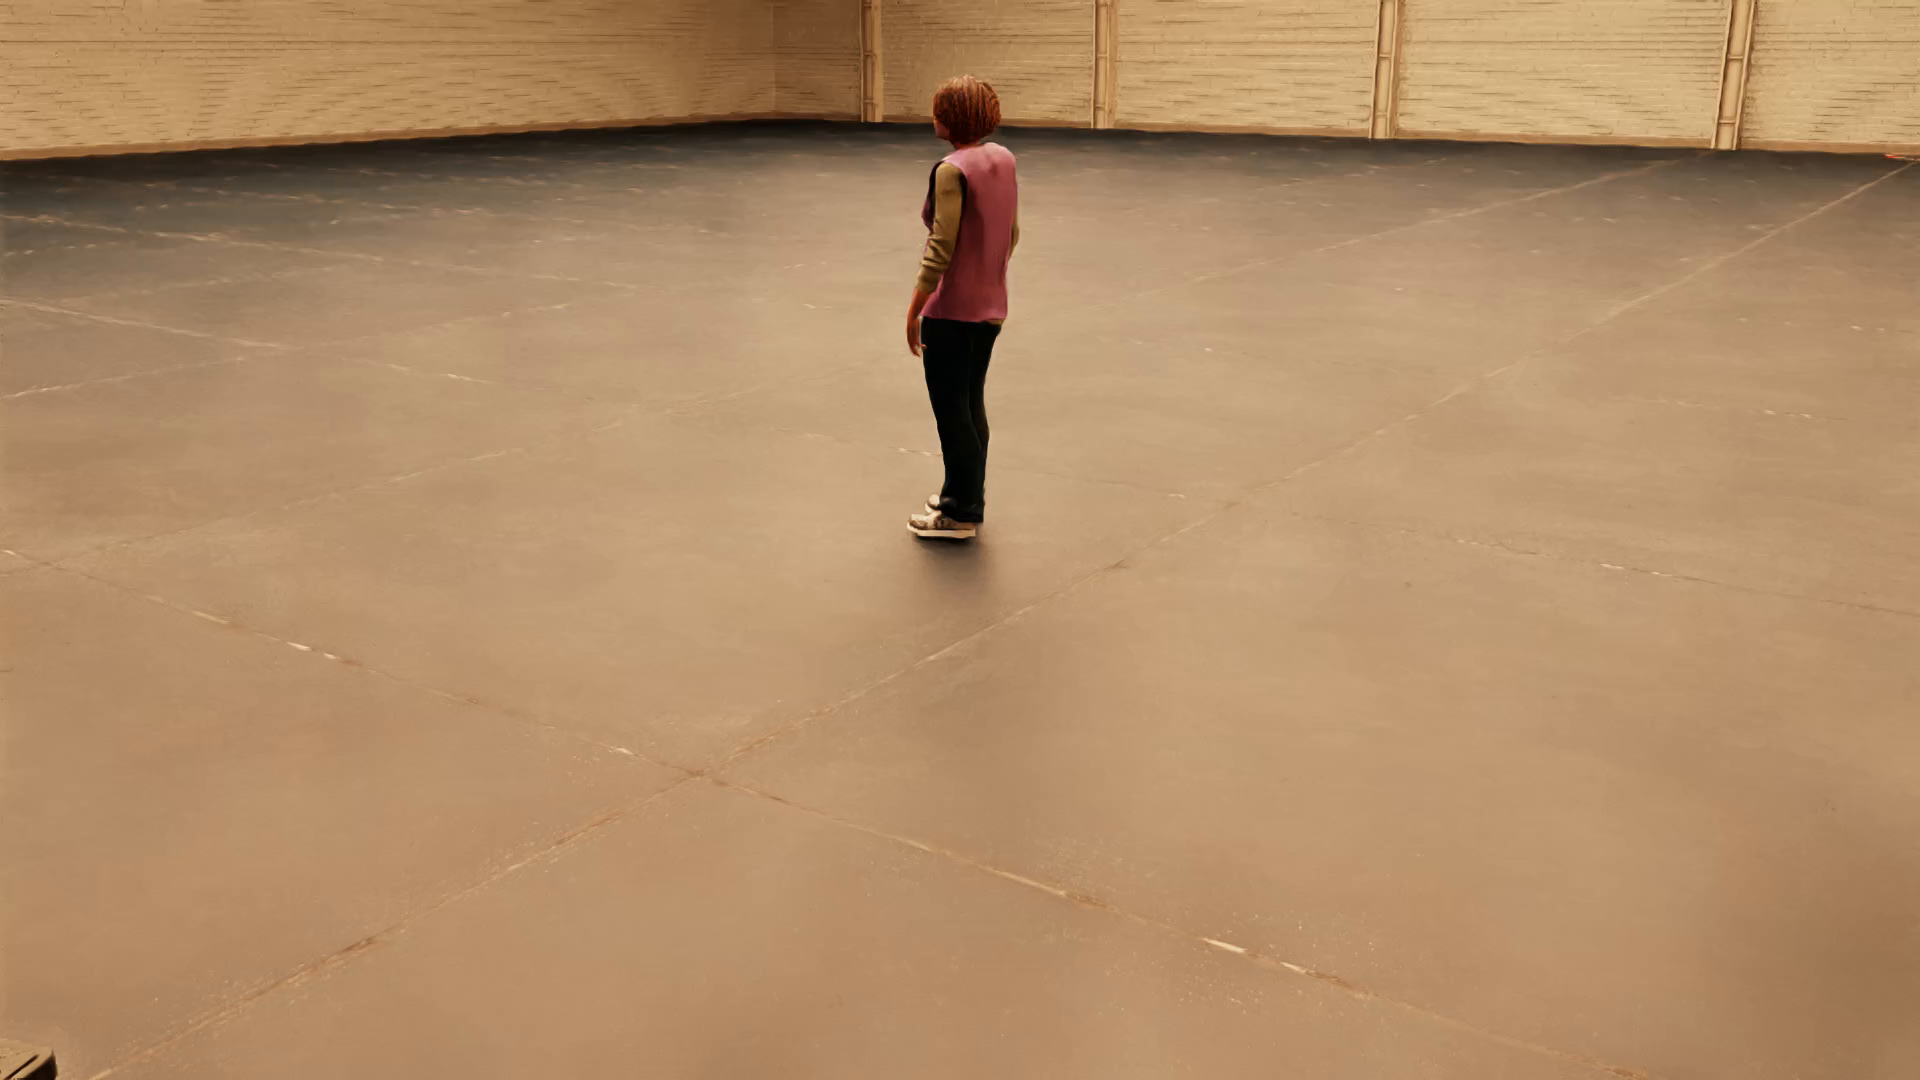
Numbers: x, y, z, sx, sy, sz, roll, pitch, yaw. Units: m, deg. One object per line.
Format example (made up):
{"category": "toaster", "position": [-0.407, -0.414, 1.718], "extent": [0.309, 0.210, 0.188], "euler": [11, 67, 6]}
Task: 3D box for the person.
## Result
{"category": "person", "position": [-0.053, -0.761, 5.777], "extent": [0.474, 1.543, 0.520], "euler": [11, 20, 33]}
